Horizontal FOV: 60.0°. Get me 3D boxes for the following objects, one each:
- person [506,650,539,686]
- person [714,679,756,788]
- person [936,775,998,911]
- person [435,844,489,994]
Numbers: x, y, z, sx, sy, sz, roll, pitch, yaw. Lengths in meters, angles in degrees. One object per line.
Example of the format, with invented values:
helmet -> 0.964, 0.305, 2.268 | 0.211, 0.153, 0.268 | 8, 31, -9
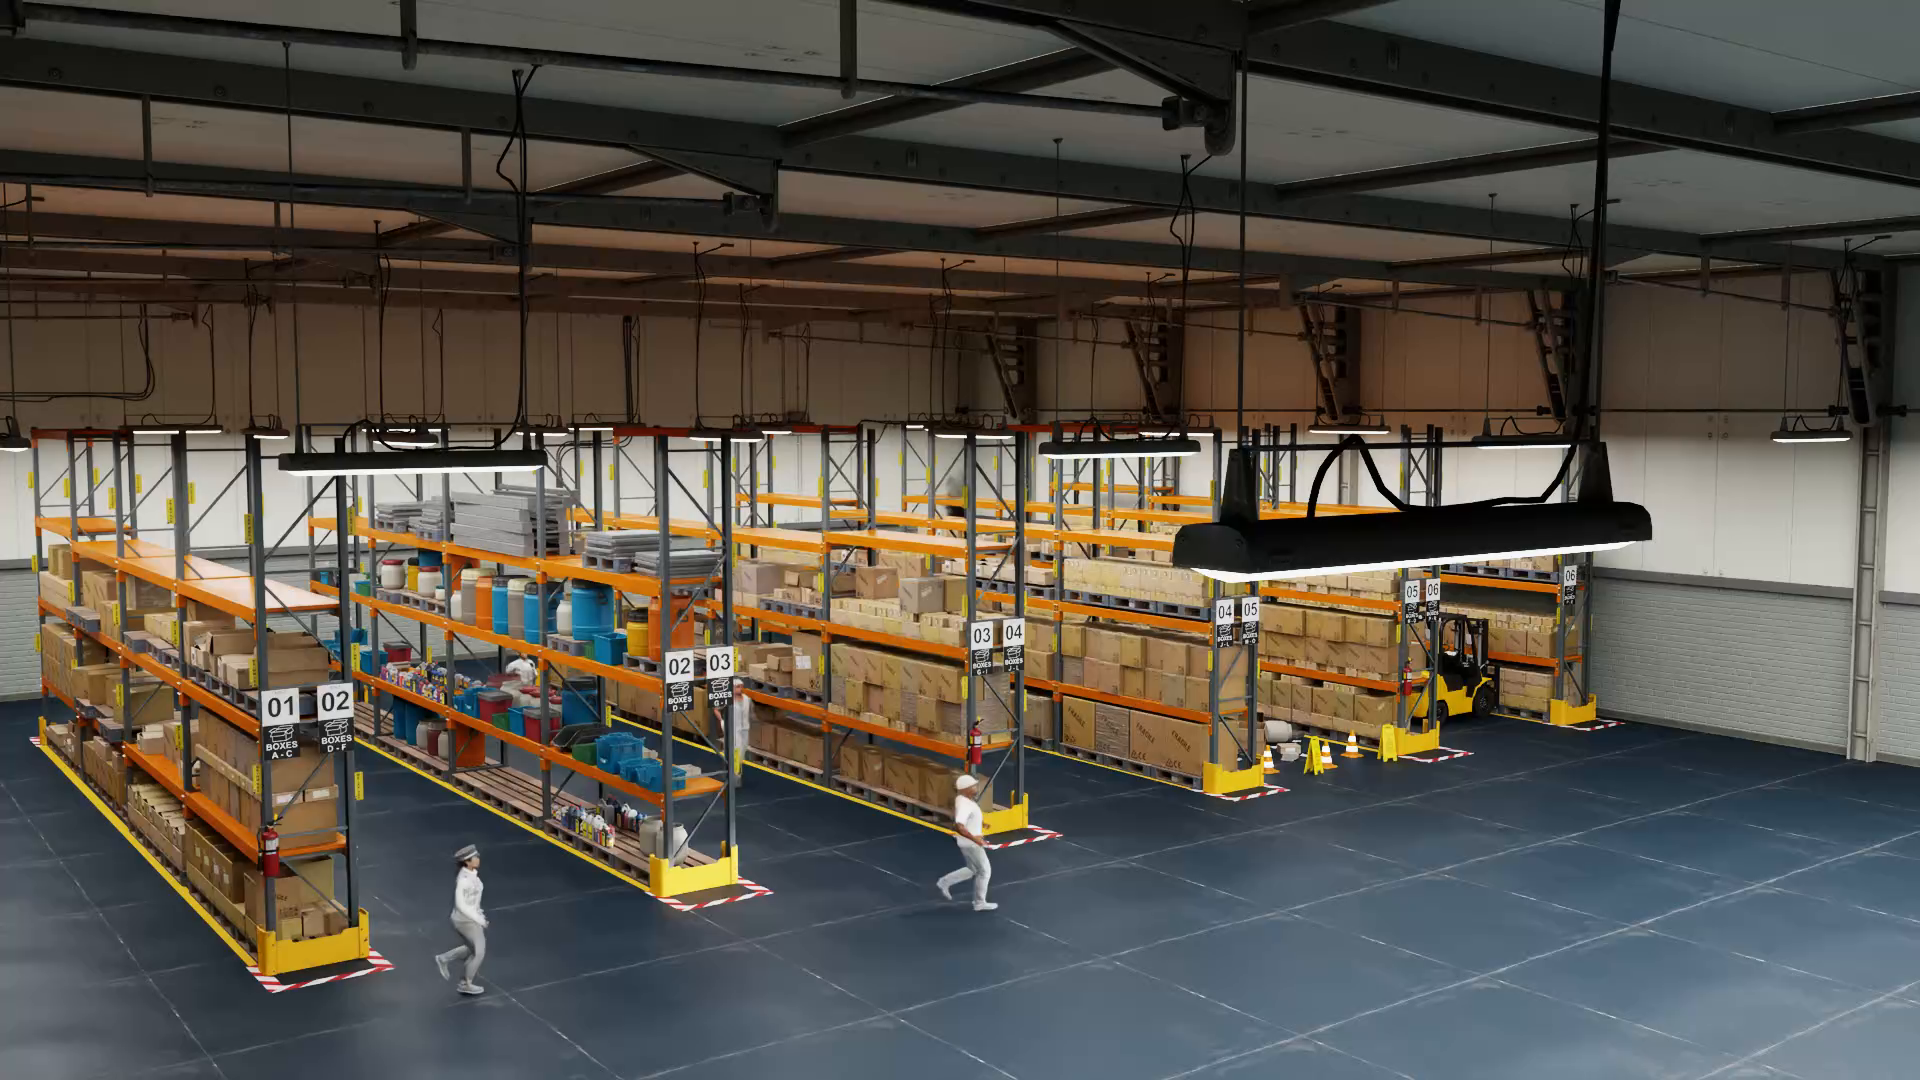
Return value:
person -> -8.544, 2.923, 32.552 | 0.807, 1.742, 0.587 | 4, 6, 38
person -> -3.726, 3.248, 27.991 | 0.634, 1.833, 0.709 | -4, 6, -38
person -> 0.091, 3.821, 20.977 | 0.779, 1.730, 0.710 | 0, 4, -6
person -> -5.397, 4.110, 18.010 | 0.585, 1.639, 0.599 | -1, 5, -12
